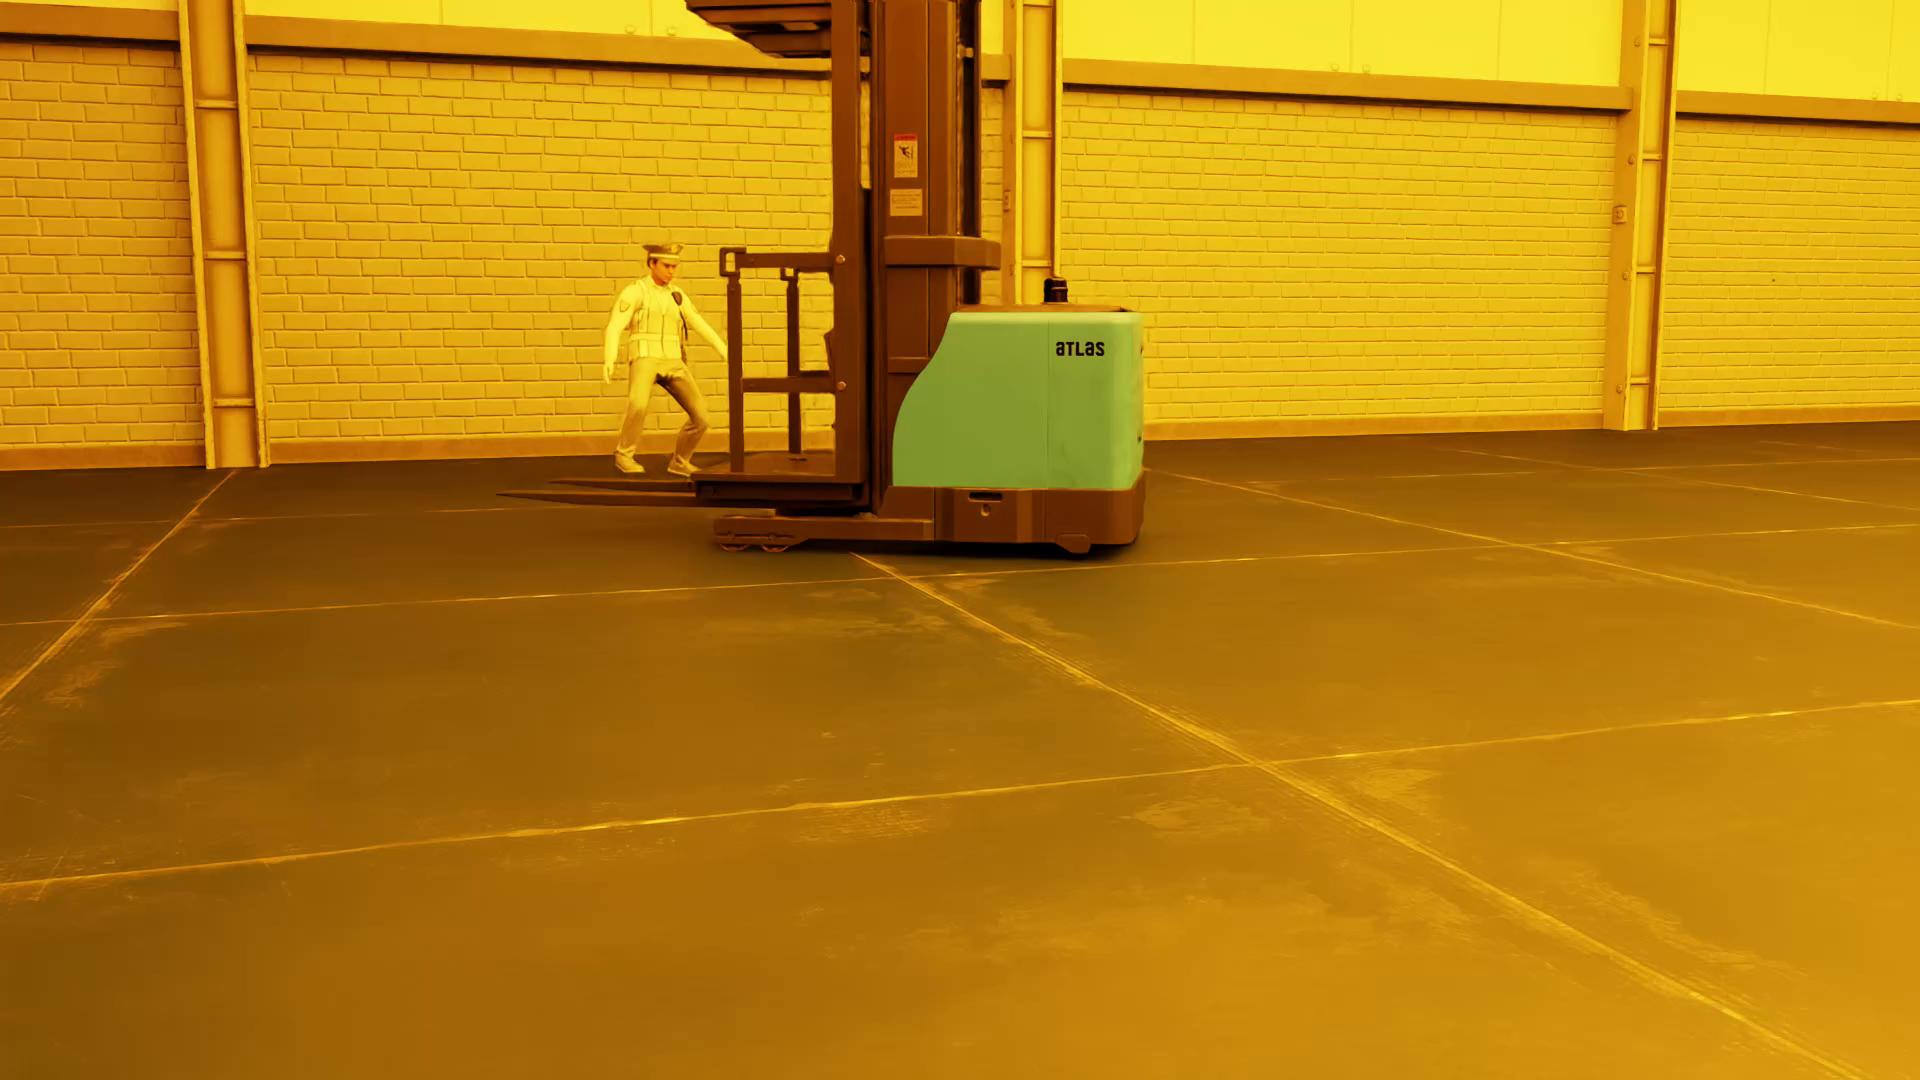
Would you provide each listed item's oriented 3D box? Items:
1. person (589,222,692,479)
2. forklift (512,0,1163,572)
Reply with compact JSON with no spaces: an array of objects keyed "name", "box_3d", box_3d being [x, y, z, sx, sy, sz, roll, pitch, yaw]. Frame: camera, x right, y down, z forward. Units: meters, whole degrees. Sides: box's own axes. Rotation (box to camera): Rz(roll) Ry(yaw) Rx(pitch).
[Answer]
[{"name":"person","box_3d":[-2.129,-1.249,10.971,0.628,1.660,0.385,-4,9,-30]},{"name":"forklift","box_3d":[-0.461,-1.399,7.333,3.031,2.935,1.130,-7,10,-40]}]
